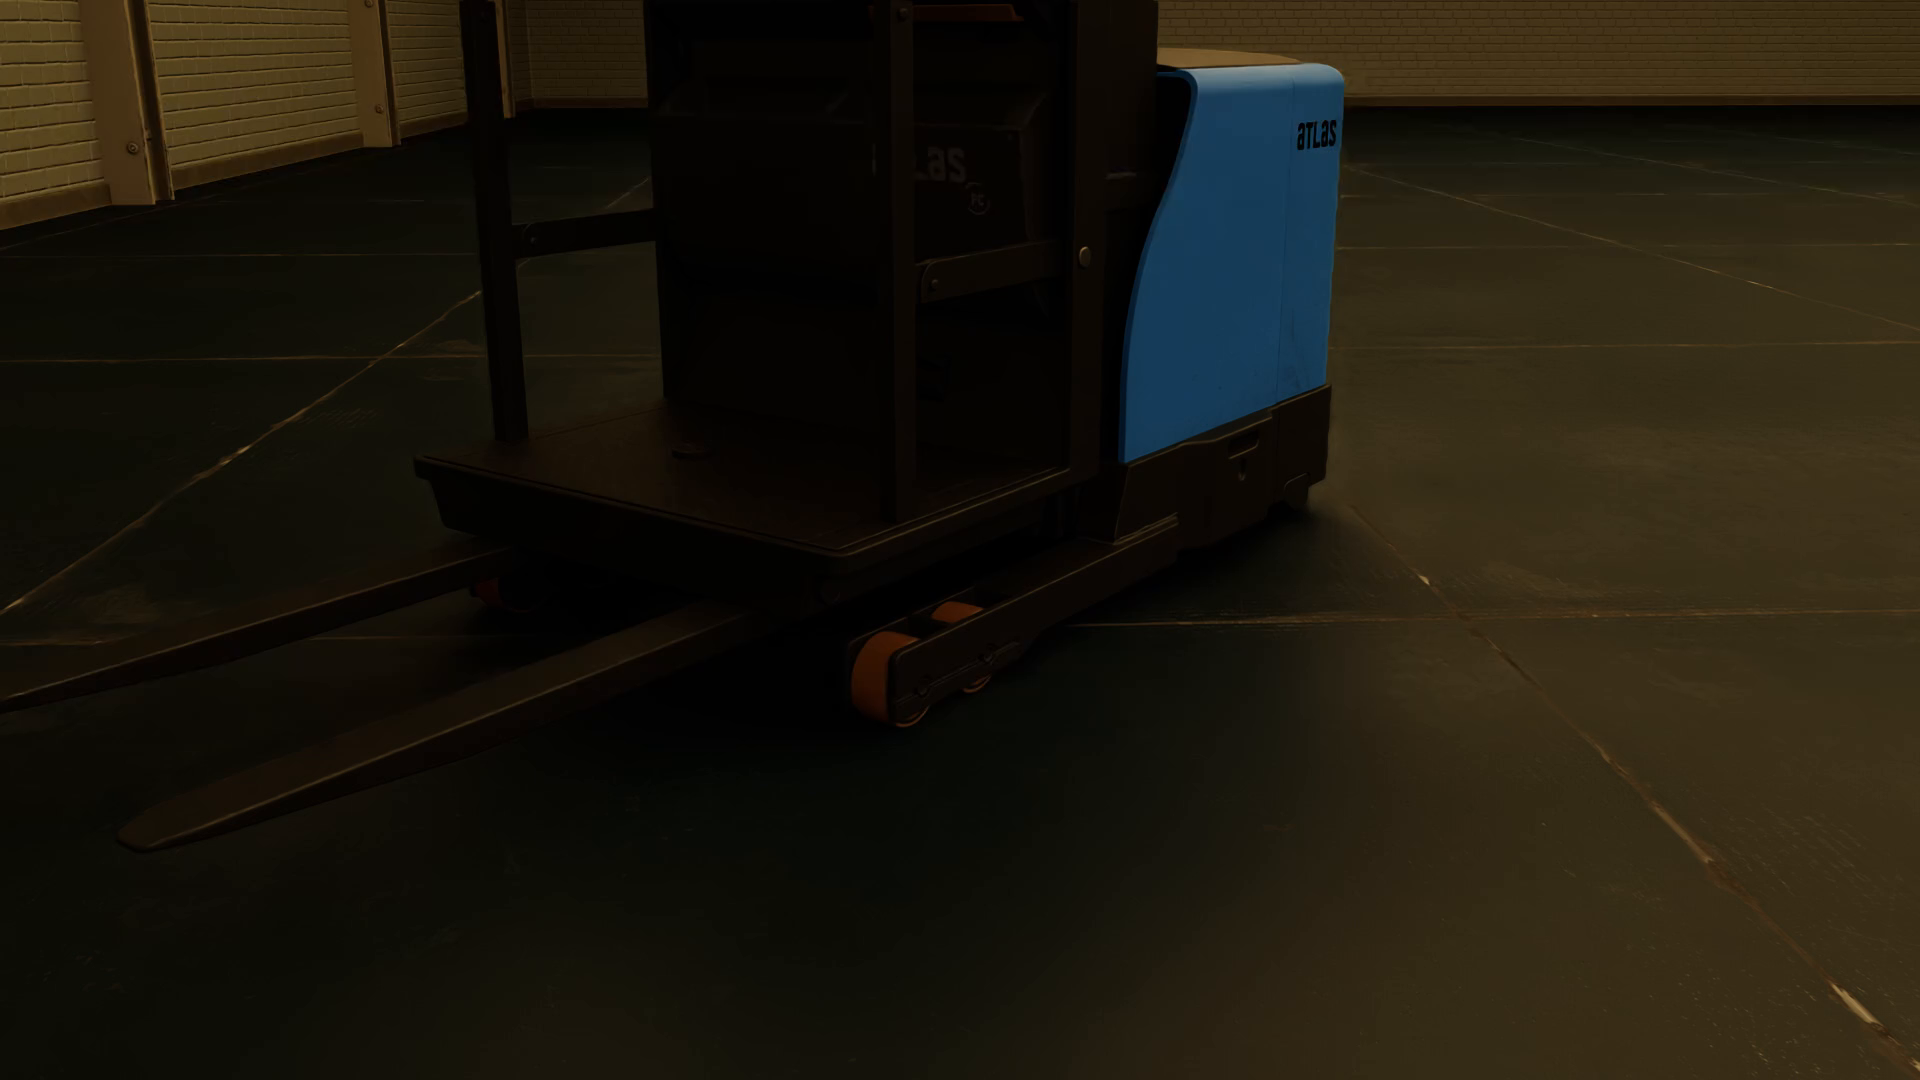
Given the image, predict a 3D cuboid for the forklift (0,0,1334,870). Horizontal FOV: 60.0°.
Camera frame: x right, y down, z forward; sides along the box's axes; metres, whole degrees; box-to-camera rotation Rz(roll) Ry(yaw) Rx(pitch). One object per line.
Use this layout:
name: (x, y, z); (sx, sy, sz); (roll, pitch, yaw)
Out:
forklift: (-0.326, -1.234, 2.941); (1.130, 2.935, 3.031); (11, 20, 32)
